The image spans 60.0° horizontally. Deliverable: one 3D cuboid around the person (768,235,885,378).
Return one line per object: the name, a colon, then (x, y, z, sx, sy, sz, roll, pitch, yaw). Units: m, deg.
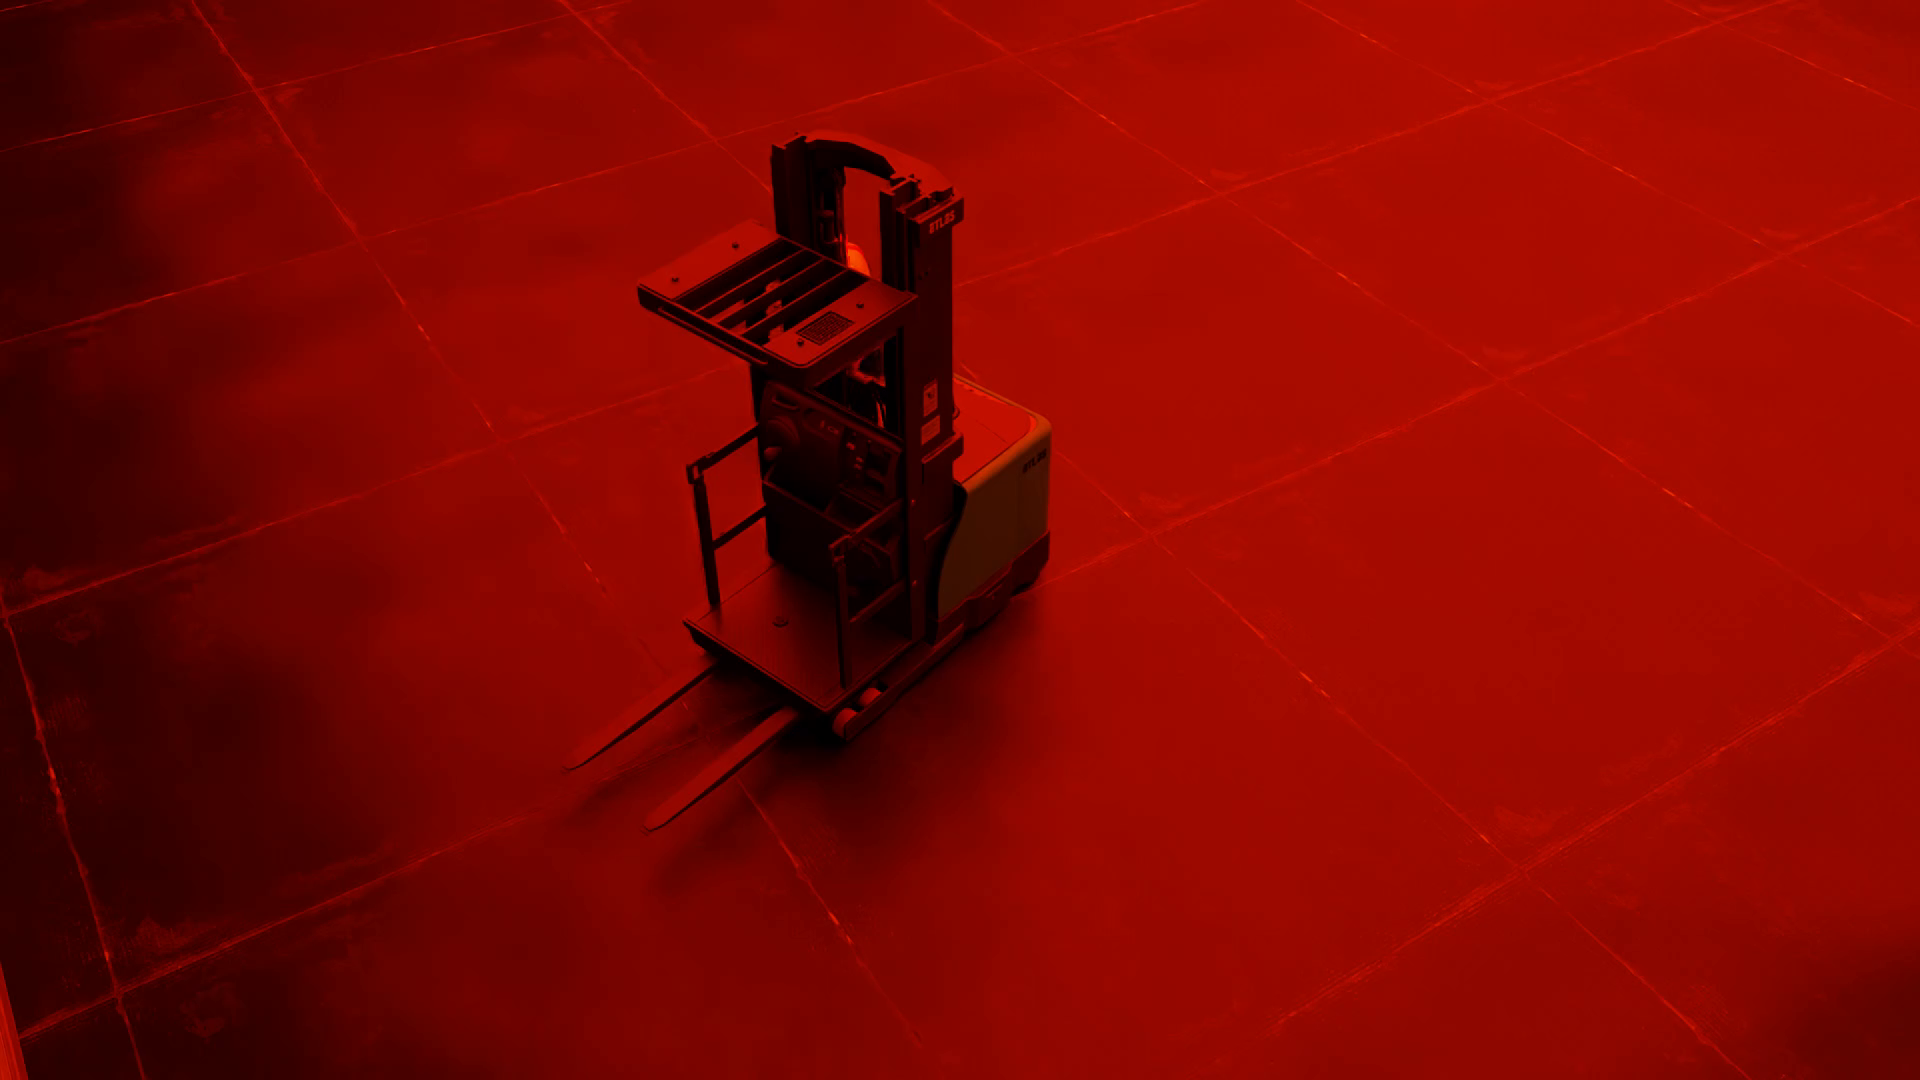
person: (-0.733, -1.265, 10.430, 0.953, 1.540, 0.685, 29, 49, 29)

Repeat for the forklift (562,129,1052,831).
forklift: (-0.802, -0.417, 8.348, 1.130, 2.935, 3.031, 29, 49, 29)
